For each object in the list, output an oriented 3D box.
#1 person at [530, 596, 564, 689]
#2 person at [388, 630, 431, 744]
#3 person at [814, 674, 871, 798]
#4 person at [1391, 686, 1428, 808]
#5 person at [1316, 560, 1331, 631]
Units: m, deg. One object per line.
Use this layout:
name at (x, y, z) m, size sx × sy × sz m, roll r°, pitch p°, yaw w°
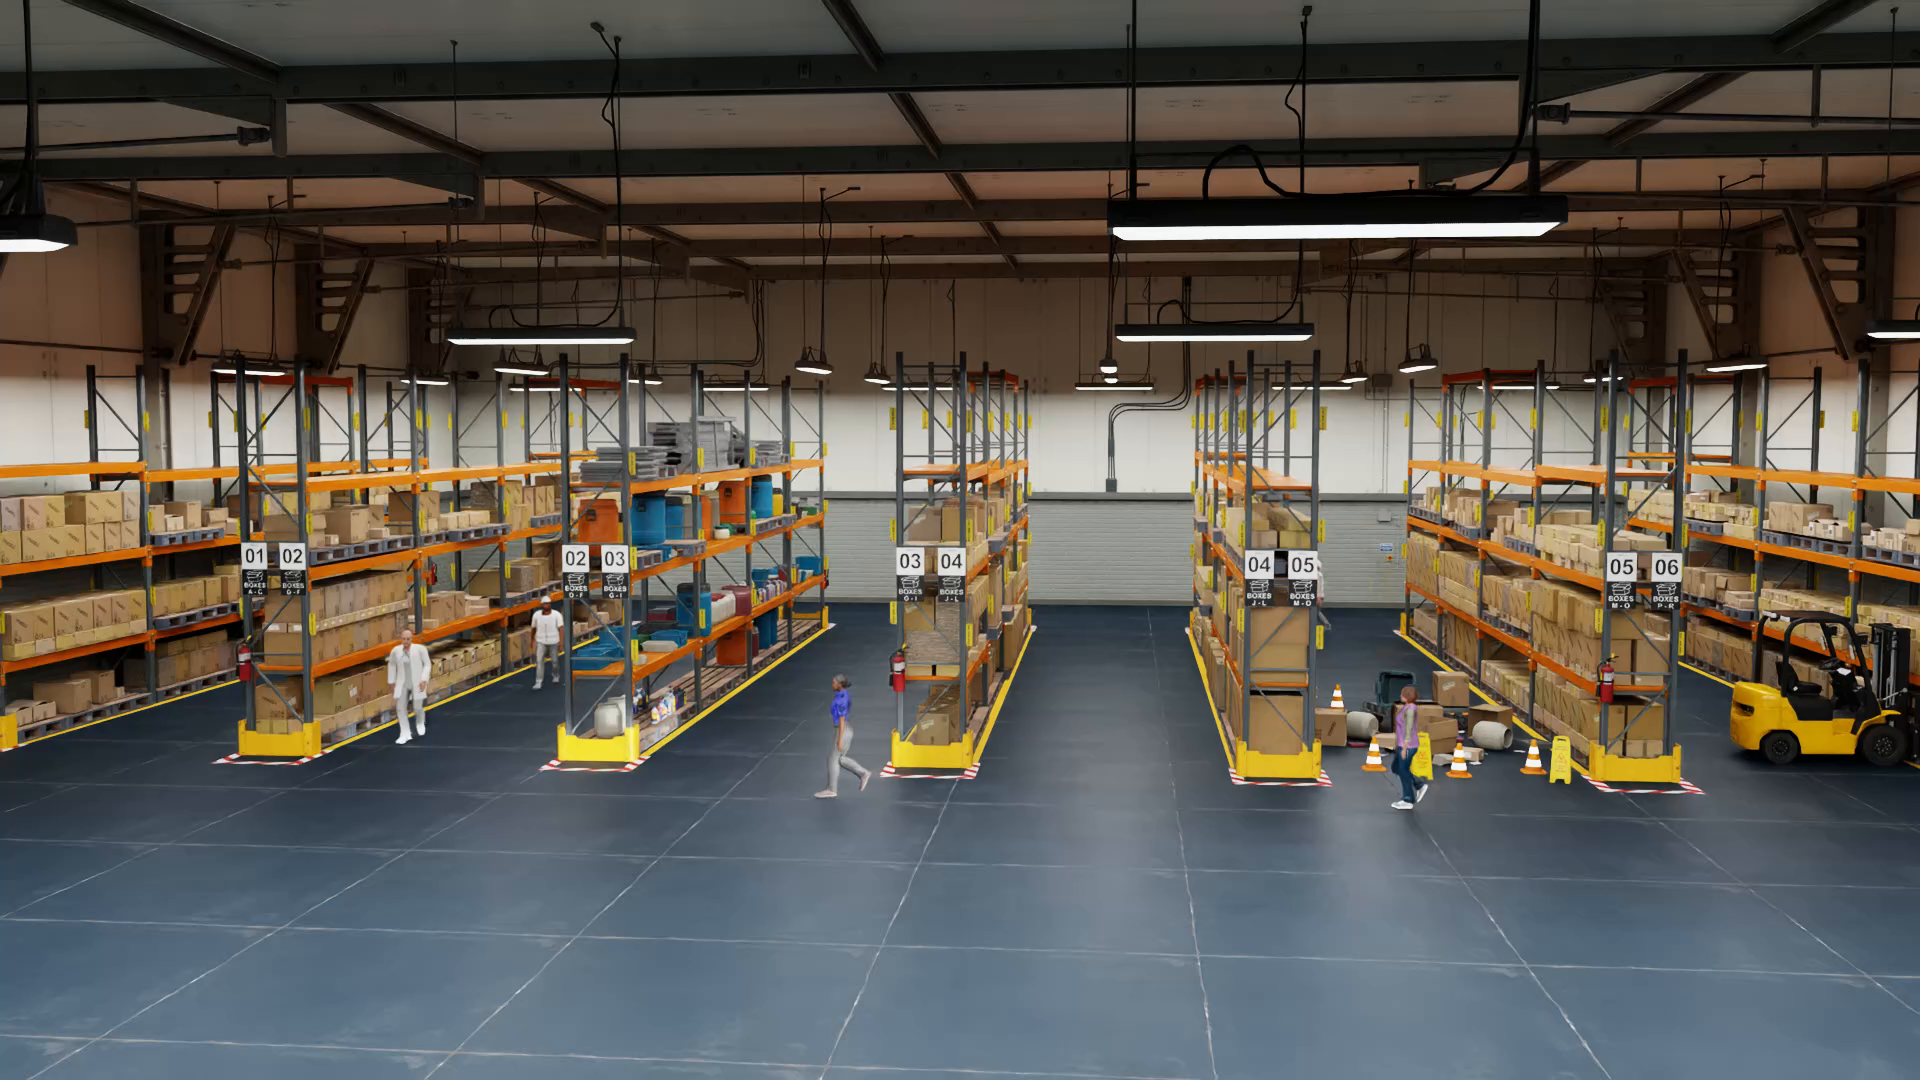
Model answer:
person at (-7.780, 1.905, 31.247) m, size 0.670 × 1.705 × 1.079 m, roll 0°, pitch 4°, yaw -4°
person at (-8.651, 2.274, 26.159) m, size 0.673 × 1.765 × 0.740 m, roll 0°, pitch 4°, yaw -6°
person at (-1.563, 2.597, 22.199) m, size 0.748 × 1.641 × 0.481 m, roll 0°, pitch 4°, yaw 2°
person at (5.815, 2.668, 21.430) m, size 0.472 × 1.563 × 0.432 m, roll 0°, pitch 4°, yaw 6°
person at (8.436, 1.353, 39.303) m, size 0.691 × 1.776 × 0.599 m, roll 1°, pitch 4°, yaw 16°
